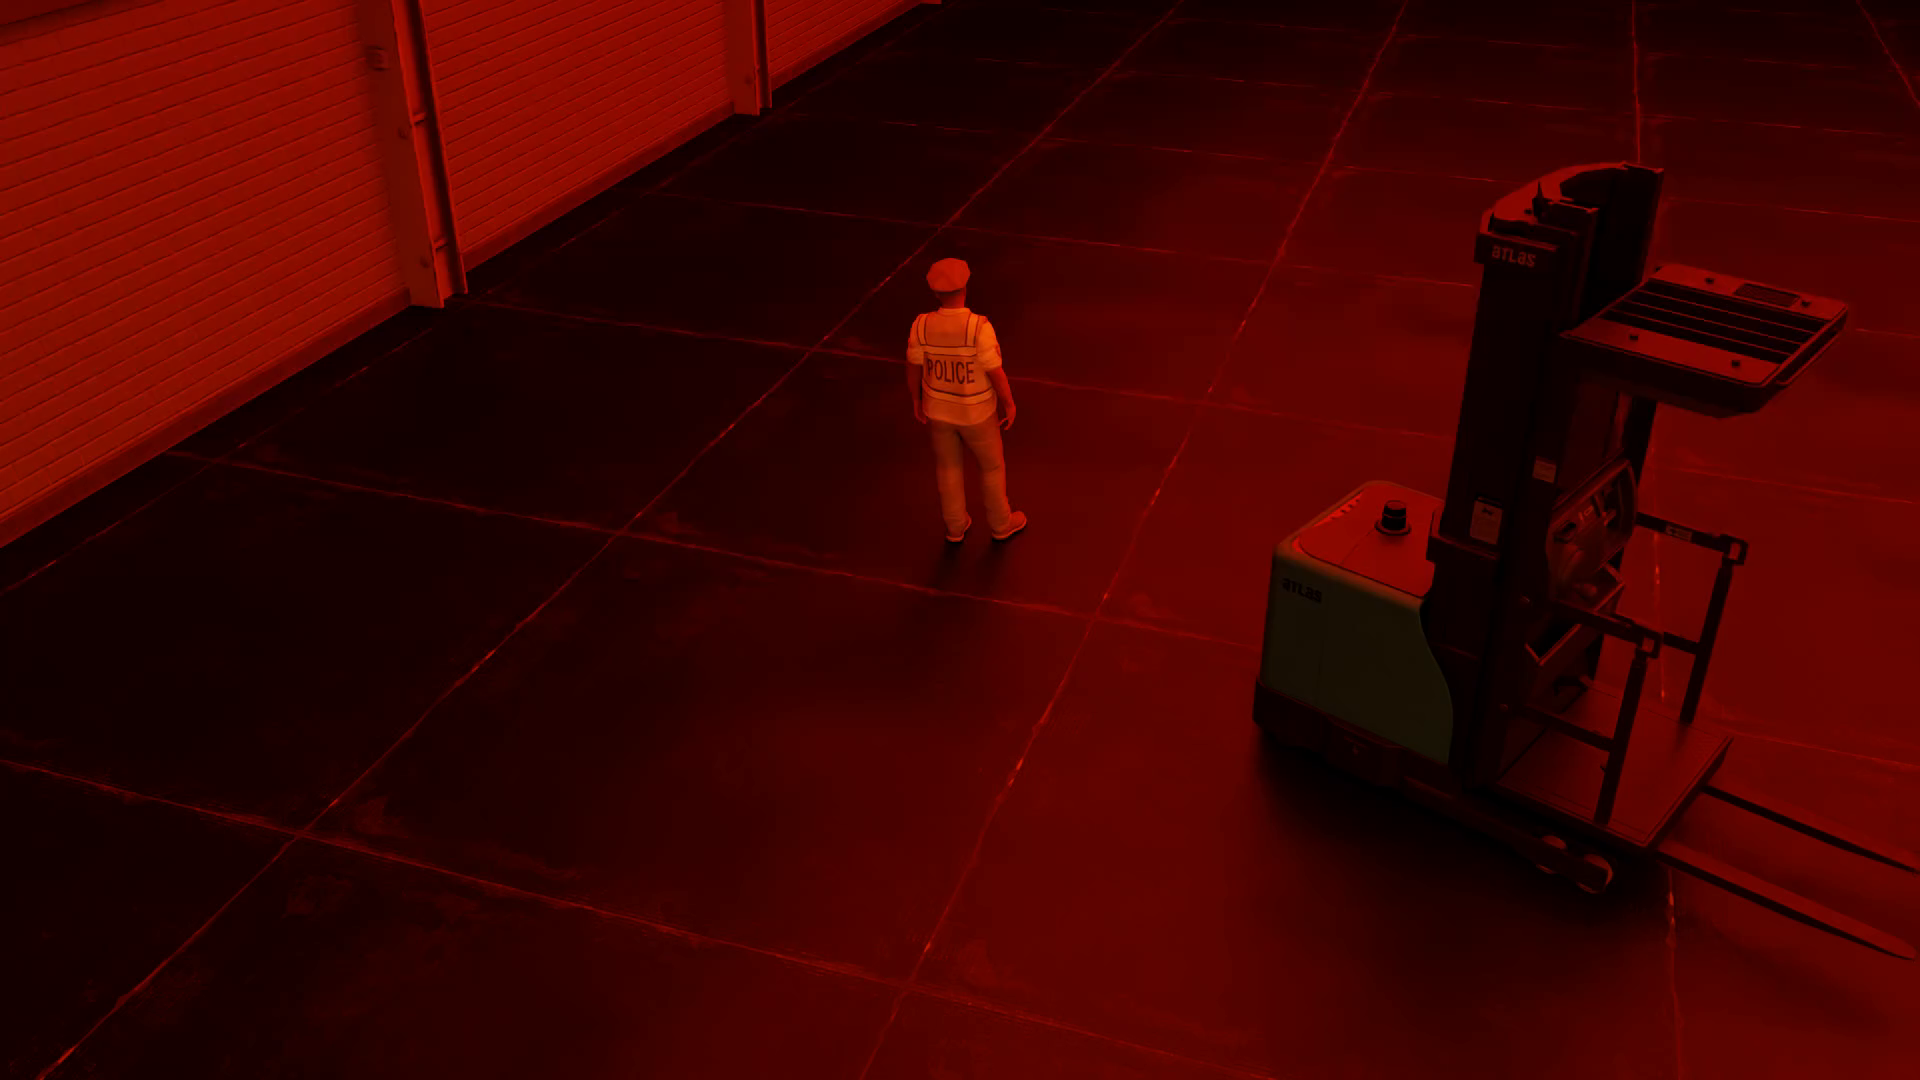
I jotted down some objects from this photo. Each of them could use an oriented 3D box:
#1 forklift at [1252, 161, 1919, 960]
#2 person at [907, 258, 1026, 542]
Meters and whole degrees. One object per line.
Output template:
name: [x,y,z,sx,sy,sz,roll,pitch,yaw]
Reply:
forklift: [2.914,-0.010,7.154,3.031,2.935,1.130,23,37,35]
person: [0.036,-0.816,9.712,0.641,1.780,0.574,10,31,16]
